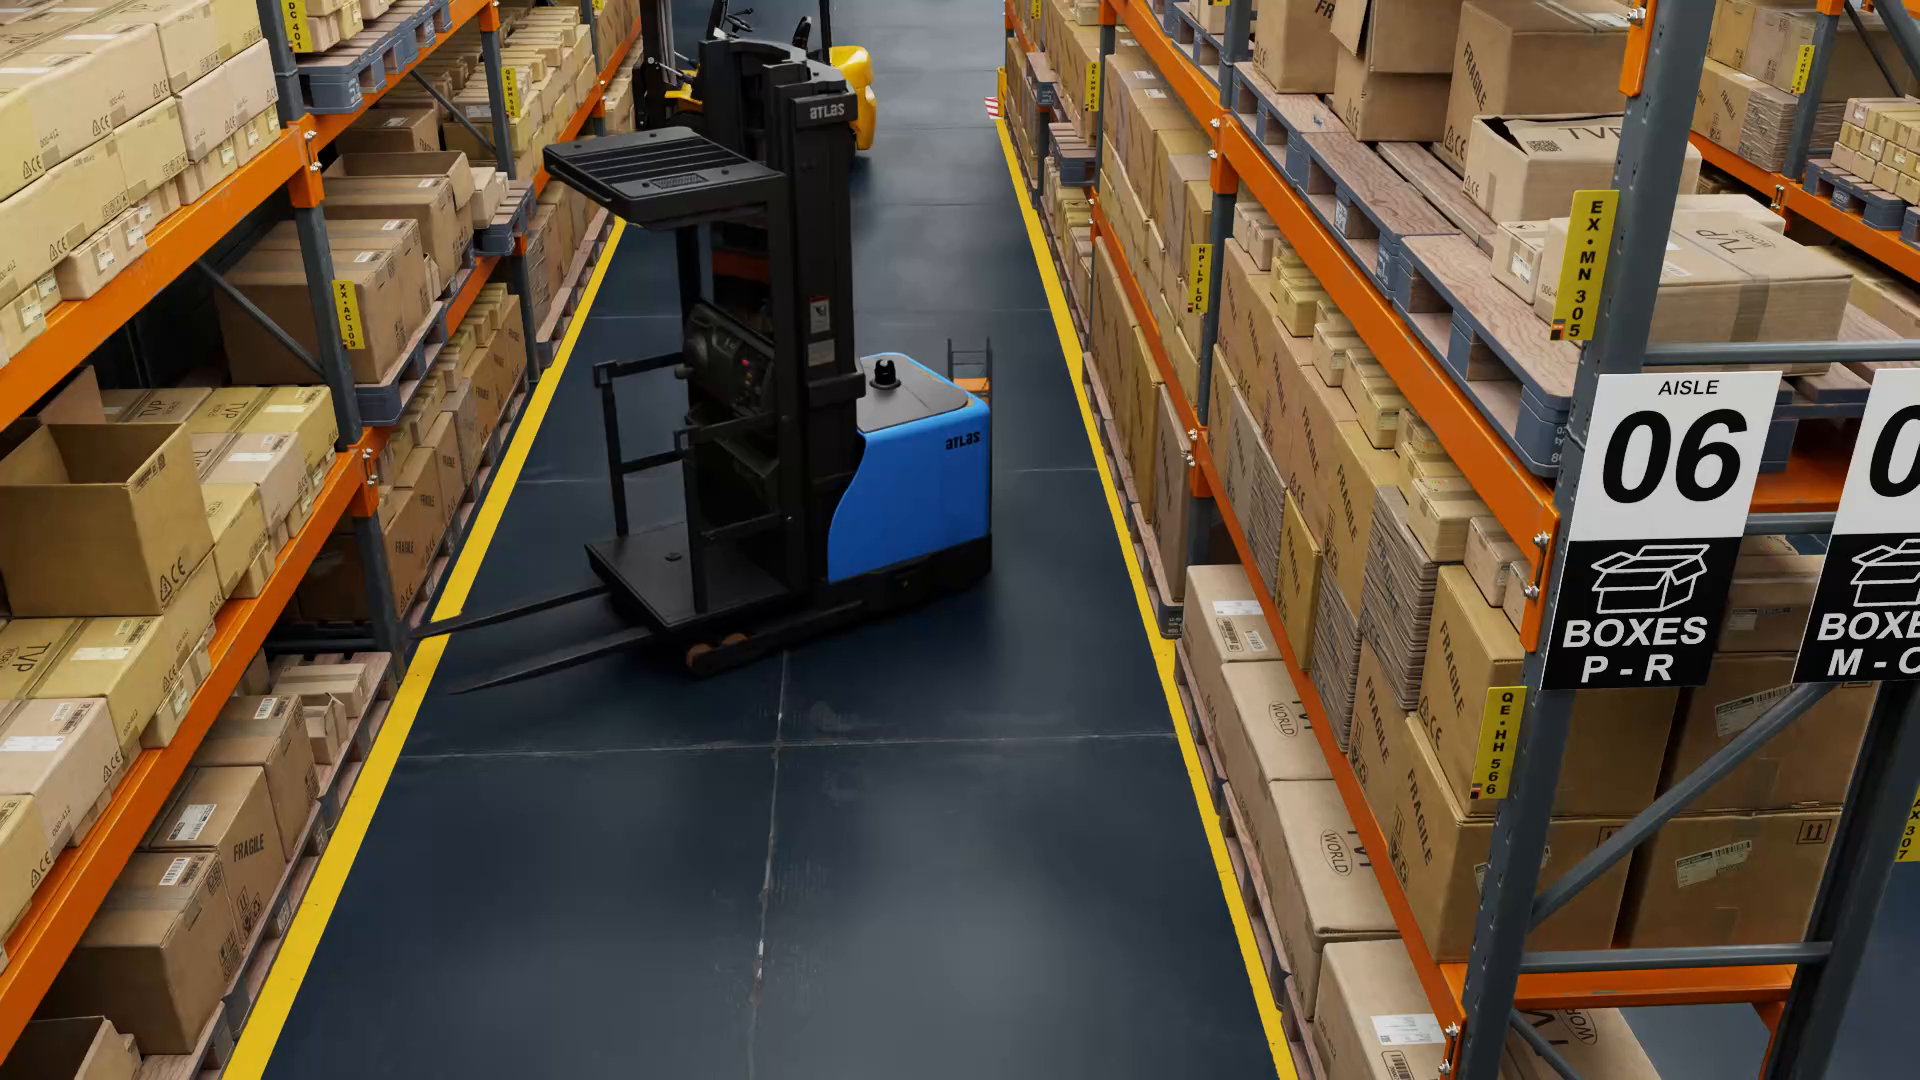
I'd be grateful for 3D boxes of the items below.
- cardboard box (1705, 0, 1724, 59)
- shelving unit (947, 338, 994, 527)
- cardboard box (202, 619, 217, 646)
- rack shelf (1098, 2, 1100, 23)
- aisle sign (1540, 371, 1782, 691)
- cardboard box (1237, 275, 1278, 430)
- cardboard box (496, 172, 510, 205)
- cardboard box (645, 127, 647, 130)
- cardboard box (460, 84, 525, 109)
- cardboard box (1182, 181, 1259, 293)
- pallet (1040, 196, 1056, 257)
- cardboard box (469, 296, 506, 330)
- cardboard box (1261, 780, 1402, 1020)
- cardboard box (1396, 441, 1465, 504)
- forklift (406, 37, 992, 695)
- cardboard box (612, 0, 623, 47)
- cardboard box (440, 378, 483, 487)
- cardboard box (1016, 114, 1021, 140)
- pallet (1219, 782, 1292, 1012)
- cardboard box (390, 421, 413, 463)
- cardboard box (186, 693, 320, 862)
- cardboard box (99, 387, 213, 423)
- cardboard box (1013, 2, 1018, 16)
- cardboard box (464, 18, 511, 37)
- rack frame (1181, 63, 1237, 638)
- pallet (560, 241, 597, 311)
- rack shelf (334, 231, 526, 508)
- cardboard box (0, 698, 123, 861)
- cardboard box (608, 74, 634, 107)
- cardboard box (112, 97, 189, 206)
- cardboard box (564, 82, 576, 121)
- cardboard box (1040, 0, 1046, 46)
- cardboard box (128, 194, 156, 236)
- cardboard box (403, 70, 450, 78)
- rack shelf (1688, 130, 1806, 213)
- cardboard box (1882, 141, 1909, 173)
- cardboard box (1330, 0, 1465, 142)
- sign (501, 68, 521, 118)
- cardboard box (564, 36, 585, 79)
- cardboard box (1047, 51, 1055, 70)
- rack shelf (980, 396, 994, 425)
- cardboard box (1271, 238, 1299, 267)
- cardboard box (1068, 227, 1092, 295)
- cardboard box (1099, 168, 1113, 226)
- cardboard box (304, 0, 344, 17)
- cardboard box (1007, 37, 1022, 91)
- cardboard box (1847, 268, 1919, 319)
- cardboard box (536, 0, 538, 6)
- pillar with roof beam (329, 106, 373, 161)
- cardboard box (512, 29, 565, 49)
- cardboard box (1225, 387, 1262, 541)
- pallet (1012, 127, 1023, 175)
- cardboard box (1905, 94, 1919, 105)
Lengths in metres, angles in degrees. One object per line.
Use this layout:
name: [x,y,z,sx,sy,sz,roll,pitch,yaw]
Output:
cardboard box: [6.278,-4.154,13.282,0.700,0.500,0.500,-2,28,-3]
shelving unit: [0.056,-0.558,9.522,0.258,1.200,0.189,-2,28,-3]
cardboard box: [-2.979,0.348,6.111,0.380,0.149,0.250,-1,28,-3]
rack shelf: [1.332,-4.521,12.709,1.077,0.370,4.000,-1,28,-3]
aisle sign: [1.549,-0.004,3.703,0.394,0.787,0.004,-1,28,-3]
cardboard box: [1.449,-0.768,6.789,0.500,0.500,0.500,-2,28,-3]
cardboard box: [-3.103,-2.246,10.630,0.380,0.149,0.250,-1,28,-2]
cardboard box: [-3.515,-4.217,17.110,0.500,0.250,0.500,-1,28,-1]
cardboard box: [-3.258,-3.074,11.592,0.380,0.149,0.250,-1,28,-2]
cardboard box: [1.372,-1.427,8.053,0.500,0.500,0.500,-1,28,-1]
pallet: [1.270,-2.838,14.963,1.003,0.211,1.213,-1,28,-3]
cardboard box: [-3.196,-1.483,10.898,0.380,0.149,0.250,-3,28,-5]
cardboard box: [1.664,1.333,6.267,0.875,0.438,0.875,-1,28,-1]
cardboard box: [1.529,-0.179,4.960,0.380,0.149,0.250,-1,28,-1]
forklift: [-1.338,-0.883,8.274,3.031,2.935,1.130,-17,32,-29]
cardboard box: [-3.563,-5.042,16.065,0.500,0.500,0.500,-2,28,-3]
cardboard box: [-3.192,-0.640,9.983,0.500,0.500,0.500,-2,28,-4]
cardboard box: [0.845,-4.381,17.426,0.500,0.250,0.500,0,28,1]
pallet: [1.674,1.415,6.809,1.003,0.211,1.213,-1,28,-3]
cardboard box: [-3.208,-0.526,9.062,0.380,0.149,0.250,-2,28,-4]
cardboard box: [-3.100,0.992,6.854,0.700,0.500,0.500,-2,28,-5]
cardboard box: [-3.555,-0.448,7.206,0.500,0.250,0.500,-2,28,-3]
cardboard box: [0.758,-5.649,17.609,0.380,0.149,0.250,-1,28,-2]
cardboard box: [-3.951,-4.236,13.819,0.380,0.149,0.250,-1,28,-3]
rack frame: [1.646,-0.739,7.924,1.000,3.000,0.127,-1,28,-3]
pallet: [-3.585,-2.172,13.686,1.003,0.211,1.213,-1,28,-3]
rack shelf: [-3.416,-1.222,9.628,1.077,0.370,4.000,-1,28,-3]
cardboard box: [-2.883,0.715,4.975,0.500,0.250,0.500,-1,28,-2]
cardboard box: [-3.495,-4.419,16.418,0.500,0.250,0.500,0,28,-1]
cardboard box: [-2.983,-1.320,5.634,0.500,0.250,0.500,-1,28,-2]
cardboard box: [-3.414,-3.557,13.489,0.500,0.250,0.500,-1,28,-2]
cardboard box: [0.966,-4.573,14.390,0.500,0.500,0.500,-1,28,-1]
cardboard box: [-2.970,-1.086,5.617,0.380,0.149,0.250,-1,28,-2]
cardboard box: [-3.899,-3.293,12.011,0.380,0.149,0.250,-2,28,-4]
rack shelf: [6.270,-3.357,13.722,1.077,0.370,4.000,-1,28,-3]
cardboard box: [6.233,-2.483,10.763,0.380,0.149,0.250,-2,28,-4]
cardboard box: [1.748,-1.724,5.893,0.797,0.503,0.637,1,28,1]
sign: [-2.979,-2.961,11.017,0.100,0.325,0.005,-1,28,-3]
cardboard box: [-3.414,-4.009,13.815,0.500,0.250,0.500,-2,28,-4]
cardboard box: [0.945,-4.130,14.243,0.380,0.149,0.250,-1,28,-2]
rack shelf: [0.056,-0.731,9.431,0.258,0.103,0.180,-2,28,-3]
cardboard box: [1.488,-1.127,6.777,0.380,0.149,0.250,-2,28,-3]
cardboard box: [1.371,-2.209,13.130,0.950,0.372,0.625,-2,28,-4]
cardboard box: [1.211,-2.288,11.055,0.500,0.250,0.500,-2,28,-4]
cardboard box: [-2.889,-2.347,7.151,0.380,0.149,0.250,-1,28,-1]
cardboard box: [0.787,-5.190,18.166,0.500,0.500,0.500,-2,28,-4]
cardboard box: [6.196,-1.605,11.021,0.500,0.250,0.500,-2,28,-3]
cardboard box: [-4.050,-4.901,15.094,0.380,0.149,0.250,-2,28,-4]
pillar with roof beam: [-0.189,-5.809,11.157,9.100,9.000,0.400,-1,28,-3]
cardboard box: [-3.400,-4.018,13.401,0.380,0.149,0.250,-2,28,-4]
cardboard box: [1.431,-0.328,7.027,0.500,0.500,0.500,-1,28,-2]
pallet: [1.091,-4.071,17.328,1.003,0.211,1.213,-1,28,-3]
cardboard box: [6.621,-3.011,12.171,0.500,0.500,0.500,-1,28,-2]
